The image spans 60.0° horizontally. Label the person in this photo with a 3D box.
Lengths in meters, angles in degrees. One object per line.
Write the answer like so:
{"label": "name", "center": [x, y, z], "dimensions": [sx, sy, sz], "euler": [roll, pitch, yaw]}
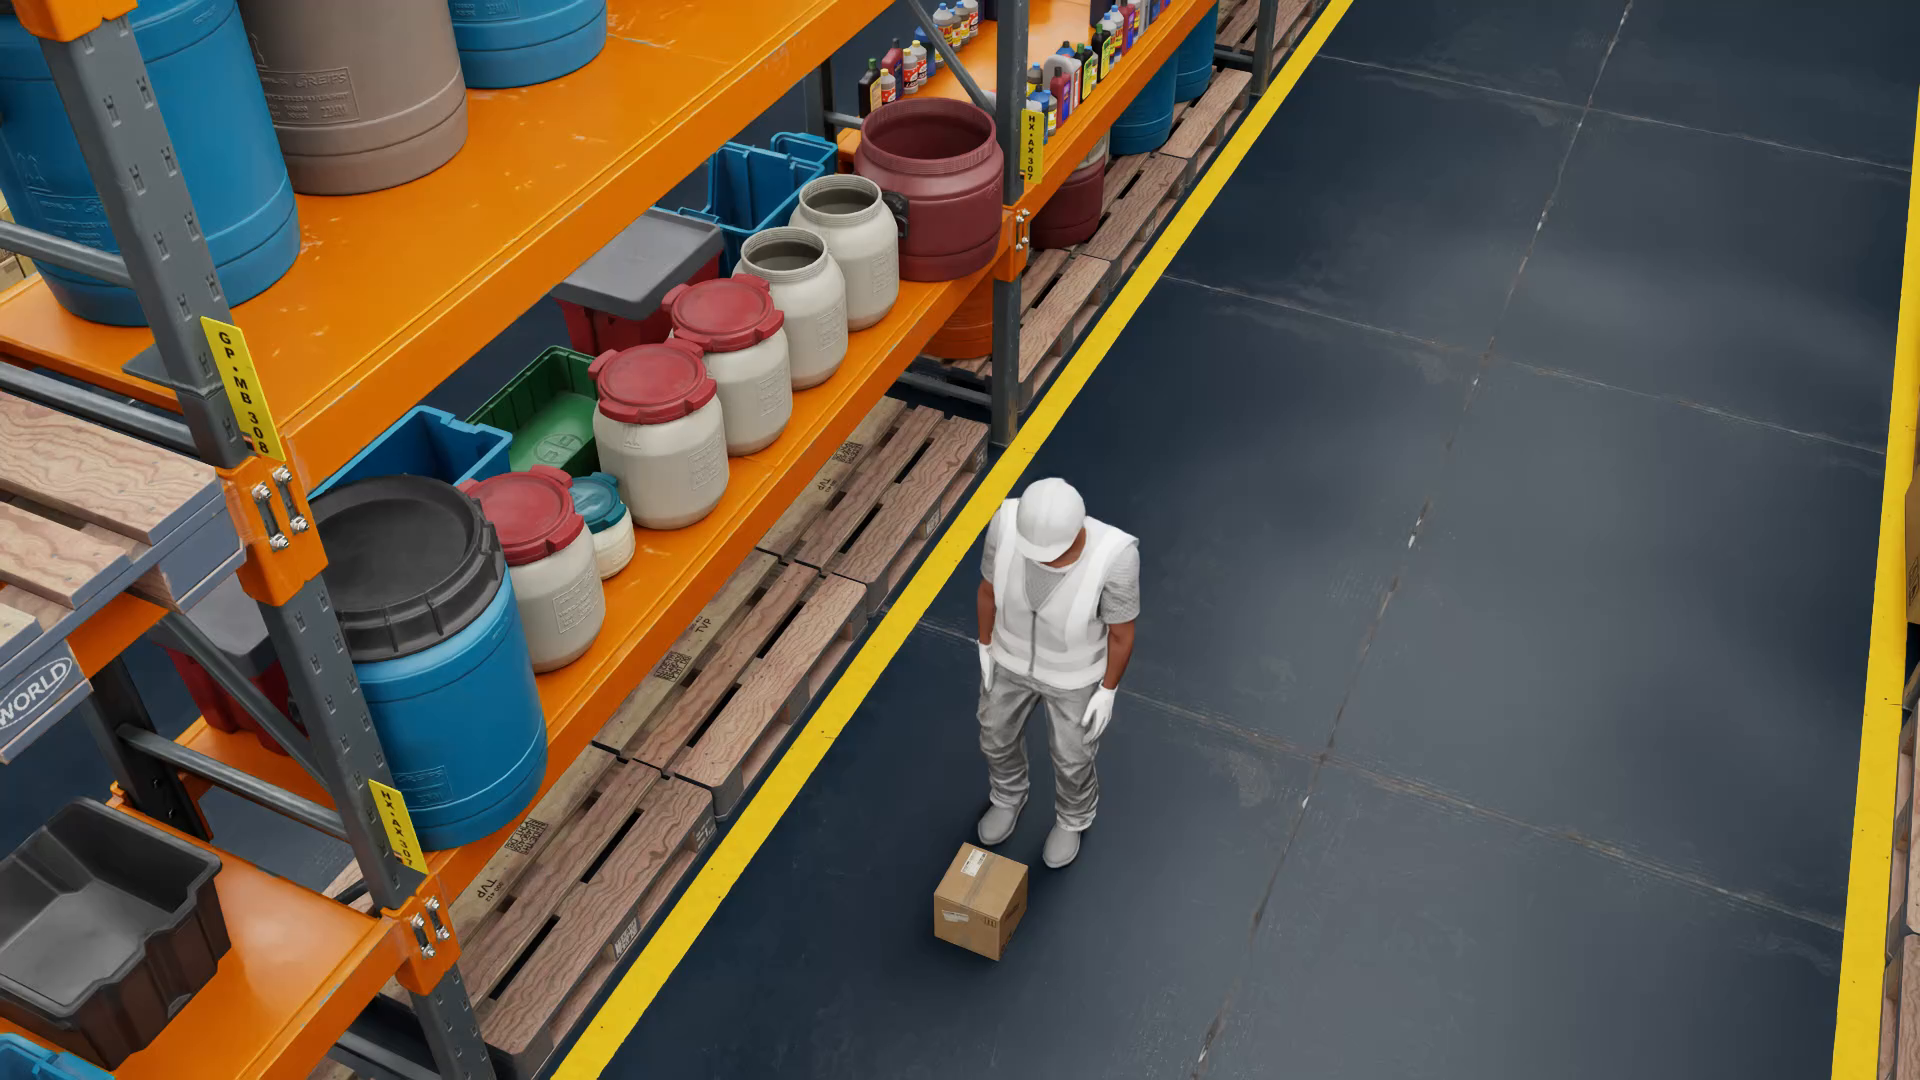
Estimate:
{"label": "person", "center": [0.310, 0.438, 5.680], "dimensions": [0.566, 1.749, 0.427], "euler": [18, 45, 19]}
